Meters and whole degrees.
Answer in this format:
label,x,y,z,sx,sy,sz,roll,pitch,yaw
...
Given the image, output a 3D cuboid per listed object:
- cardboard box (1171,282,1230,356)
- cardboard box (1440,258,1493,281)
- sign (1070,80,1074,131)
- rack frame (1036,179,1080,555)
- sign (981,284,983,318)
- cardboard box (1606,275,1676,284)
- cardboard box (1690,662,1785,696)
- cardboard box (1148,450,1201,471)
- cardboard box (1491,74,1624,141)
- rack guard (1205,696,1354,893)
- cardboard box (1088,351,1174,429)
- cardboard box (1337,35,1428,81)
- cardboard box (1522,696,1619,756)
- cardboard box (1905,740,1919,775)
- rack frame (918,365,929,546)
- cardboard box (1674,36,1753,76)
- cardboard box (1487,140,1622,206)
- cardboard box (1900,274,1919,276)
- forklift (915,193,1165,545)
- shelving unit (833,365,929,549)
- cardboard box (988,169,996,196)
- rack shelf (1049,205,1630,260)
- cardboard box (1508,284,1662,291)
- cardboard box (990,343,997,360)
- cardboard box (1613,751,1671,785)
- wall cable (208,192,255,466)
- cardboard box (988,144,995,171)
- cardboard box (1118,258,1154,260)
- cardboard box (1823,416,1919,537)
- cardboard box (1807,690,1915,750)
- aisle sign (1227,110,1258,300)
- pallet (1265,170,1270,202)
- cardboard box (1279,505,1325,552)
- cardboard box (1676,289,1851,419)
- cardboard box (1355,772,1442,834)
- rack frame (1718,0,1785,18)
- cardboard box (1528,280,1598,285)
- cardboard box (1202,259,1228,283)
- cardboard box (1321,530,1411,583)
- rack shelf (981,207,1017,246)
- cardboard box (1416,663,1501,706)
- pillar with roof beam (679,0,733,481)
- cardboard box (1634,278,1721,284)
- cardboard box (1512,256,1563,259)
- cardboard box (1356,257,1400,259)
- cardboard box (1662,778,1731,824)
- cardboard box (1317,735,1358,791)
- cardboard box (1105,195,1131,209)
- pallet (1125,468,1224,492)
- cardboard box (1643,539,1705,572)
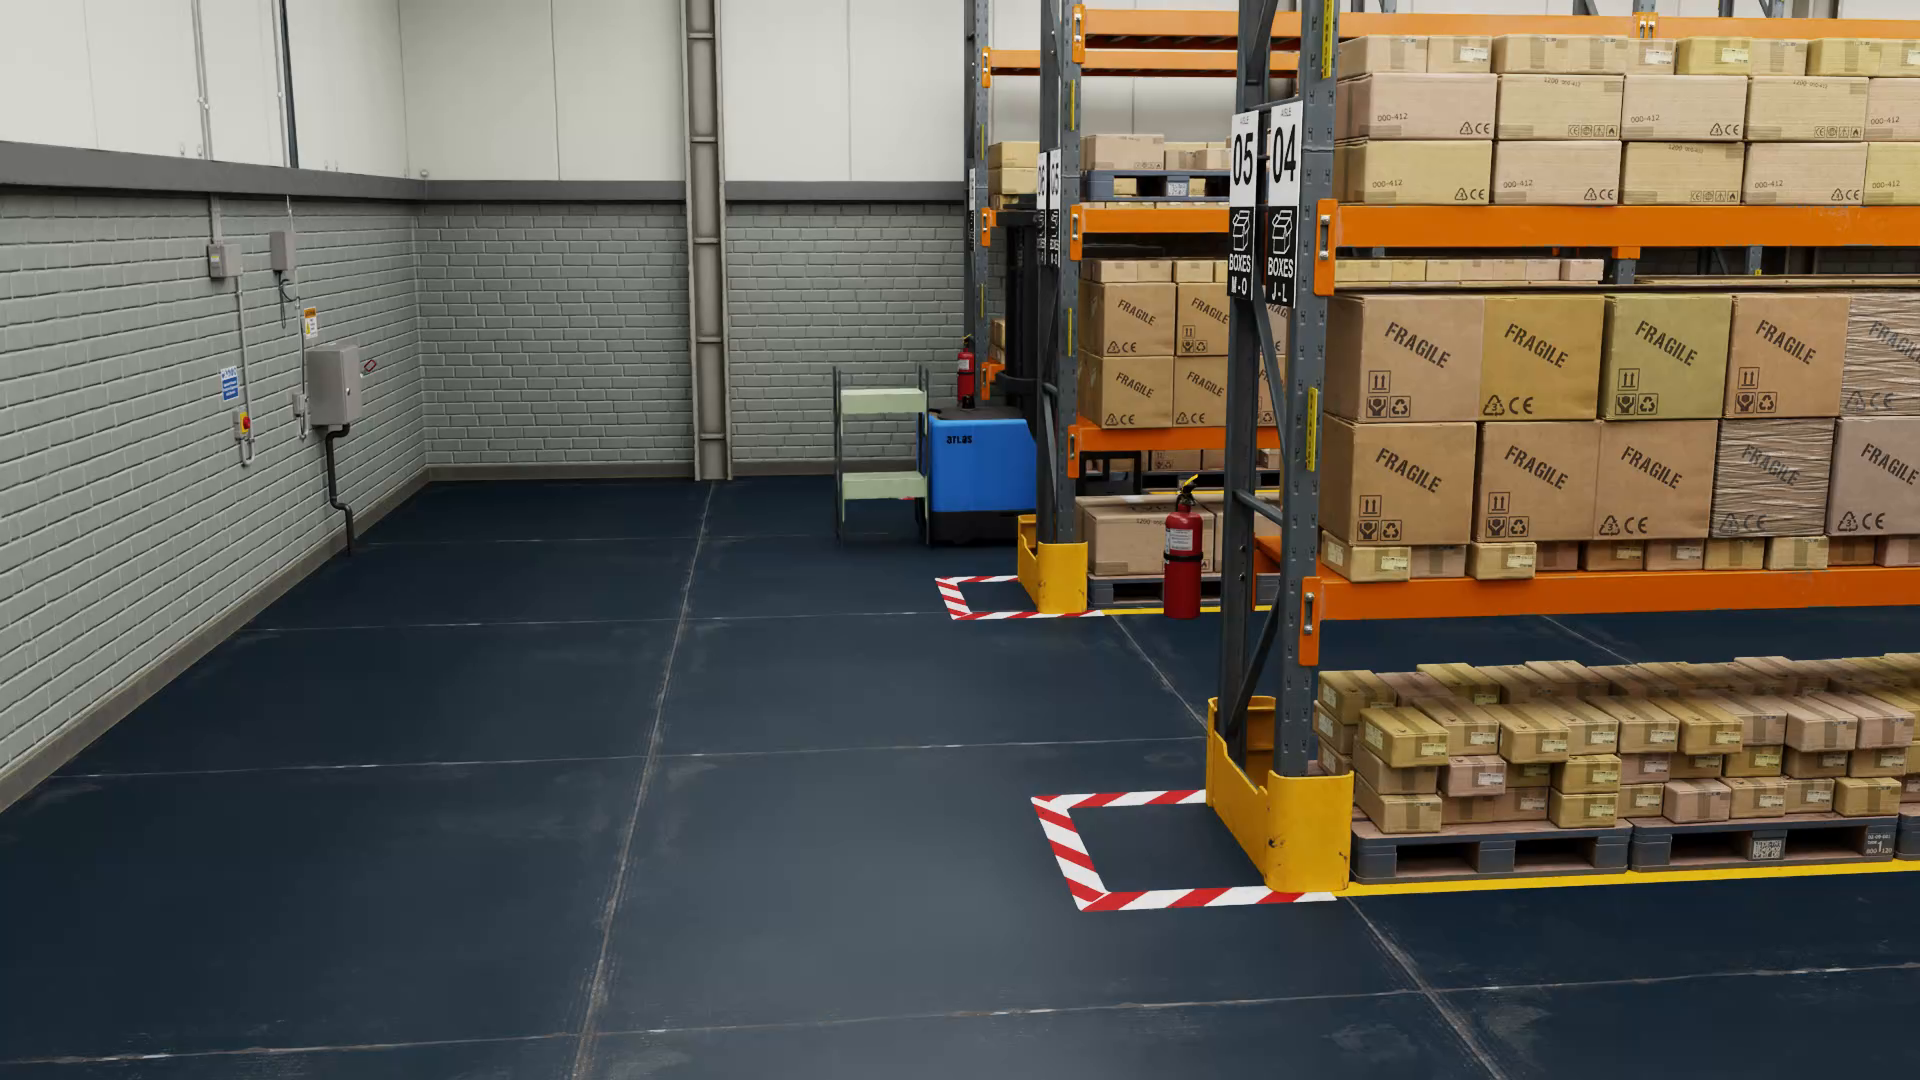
label,x,y,z,sx,sy,sz,roll,pitch,yaw
cardboard box,1.716,-1.572,11.735,0.500,0.500,0.500,-2,11,-8
cardboard box,3.627,-1.942,11.935,0.250,0.149,0.380,-1,11,-7
sign,0.749,-2.897,11.083,0.005,0.325,0.100,-1,11,-6
rack frame,0.695,-1.064,12.006,0.127,3.000,1.000,-1,11,-6
sign,0.214,-2.337,16.235,0.005,0.325,0.100,-1,11,-6
cardboard box,5.088,-1.745,12.616,0.500,0.500,0.500,-1,11,-4
cardboard box,3.635,0.698,7.802,0.250,0.149,0.380,-2,11,-8
cardboard box,2.164,-0.993,17.032,0.500,0.500,0.500,-1,11,-5
cardboard box,2.313,-1.731,6.714,0.500,0.250,0.500,-1,11,-7
rack guard,1.405,1.108,7.437,0.348,0.500,1.175,-1,11,-6
cardboard box,1.203,-1.068,11.767,0.500,0.500,0.500,-1,11,-7
cardboard box,1.676,-1.919,6.639,0.250,0.149,0.380,-1,11,-7
cardboard box,2.650,0.807,7.245,0.250,0.149,0.380,-2,11,-9
cardboard box,4.236,0.917,7.457,0.250,0.149,0.380,-1,11,-6
rack frame,-0.307,-0.720,14.143,0.023,1.500,0.400,-2,11,-10
cardboard box,2.968,-1.931,6.697,0.250,0.149,0.380,-1,11,-4
cardboard box,2.328,-1.486,6.763,0.500,0.250,0.500,-1,11,-4
cardboard box,7.639,-1.795,12.872,0.500,0.500,0.500,-1,11,-6
forklift,1.166,-1.515,14.477,3.031,2.935,1.130,-2,11,-10
shelving unit,-0.667,-0.707,14.077,0.755,1.500,0.431,-2,11,-10
cardboard box,0.568,-3.622,16.857,0.500,0.250,0.500,-1,11,-7
rack shelf,2.683,-2.225,11.998,4.000,0.370,1.077,-1,11,-6
cardboard box,2.778,-0.883,7.462,0.500,0.500,0.500,-1,11,-3
cardboard box,0.455,-1.951,17.169,0.250,0.149,0.380,-1,11,-7
cardboard box,2.911,0.943,7.327,0.250,0.149,0.380,-2,11,-9
wall cable,-4.908,-1.456,11.285,0.123,1.953,0.585,-1,11,-6
cardboard box,0.567,-3.869,16.815,0.500,0.250,0.500,-2,11,-8
cardboard box,1.280,-1.978,12.121,0.250,0.149,0.380,-1,11,-5
cardboard box,3.845,-0.311,7.142,0.500,0.500,0.500,-1,11,-6
cardboard box,3.959,0.791,7.328,0.250,0.149,0.380,-2,11,-9
aisle sign,1.225,-1.449,7.222,0.004,0.787,0.394,-1,11,-6
pallet,2.647,-2.536,11.947,1.213,0.211,1.003,-1,11,-6
cardboard box,1.623,-0.055,7.523,0.250,0.149,0.380,-1,11,-6
cardboard box,3.331,-0.791,6.993,0.500,0.500,0.500,-2,11,-8
cardboard box,1.885,1.126,7.166,0.250,0.149,0.380,-1,11,-5
rack frame,8.108,-5.127,17.117,0.127,3.000,1.000,-1,11,-6
cardboard box,4.232,-1.625,12.005,0.500,0.500,0.500,-1,11,-7
cardboard box,1.861,-1.888,11.663,0.250,0.149,0.380,-2,11,-8
cardboard box,1.687,0.062,6.927,0.250,0.149,0.380,-1,11,-7
rack shelf,2.143,-3.177,16.840,4.000,0.370,1.077,-1,11,-6
cardboard box,2.328,0.700,7.791,0.250,0.149,0.380,-1,11,-7
pillar with roof beam,-2.158,-4.251,12.663,0.400,9.000,9.100,-1,11,-6
cardboard box,5.140,-1.641,12.090,0.500,0.500,0.500,-1,11,-5
cardboard box,4.329,-2.049,12.481,0.250,0.149,0.380,-1,11,-7
cardboard box,3.065,-2.013,12.297,0.250,0.149,0.380,-1,11,-6
cardboard box,3.149,1.102,7.288,0.250,0.149,0.380,-2,11,-9
cardboard box,1.831,1.025,7.682,0.250,0.149,0.380,-1,11,-5
cardboard box,1.530,-3.332,16.414,0.250,0.149,0.380,-1,11,-6
pallet,2.233,-0.691,17.336,1.213,0.211,1.003,-1,11,-6
cardboard box,2.973,0.021,7.135,0.250,0.149,0.380,-1,11,-7
